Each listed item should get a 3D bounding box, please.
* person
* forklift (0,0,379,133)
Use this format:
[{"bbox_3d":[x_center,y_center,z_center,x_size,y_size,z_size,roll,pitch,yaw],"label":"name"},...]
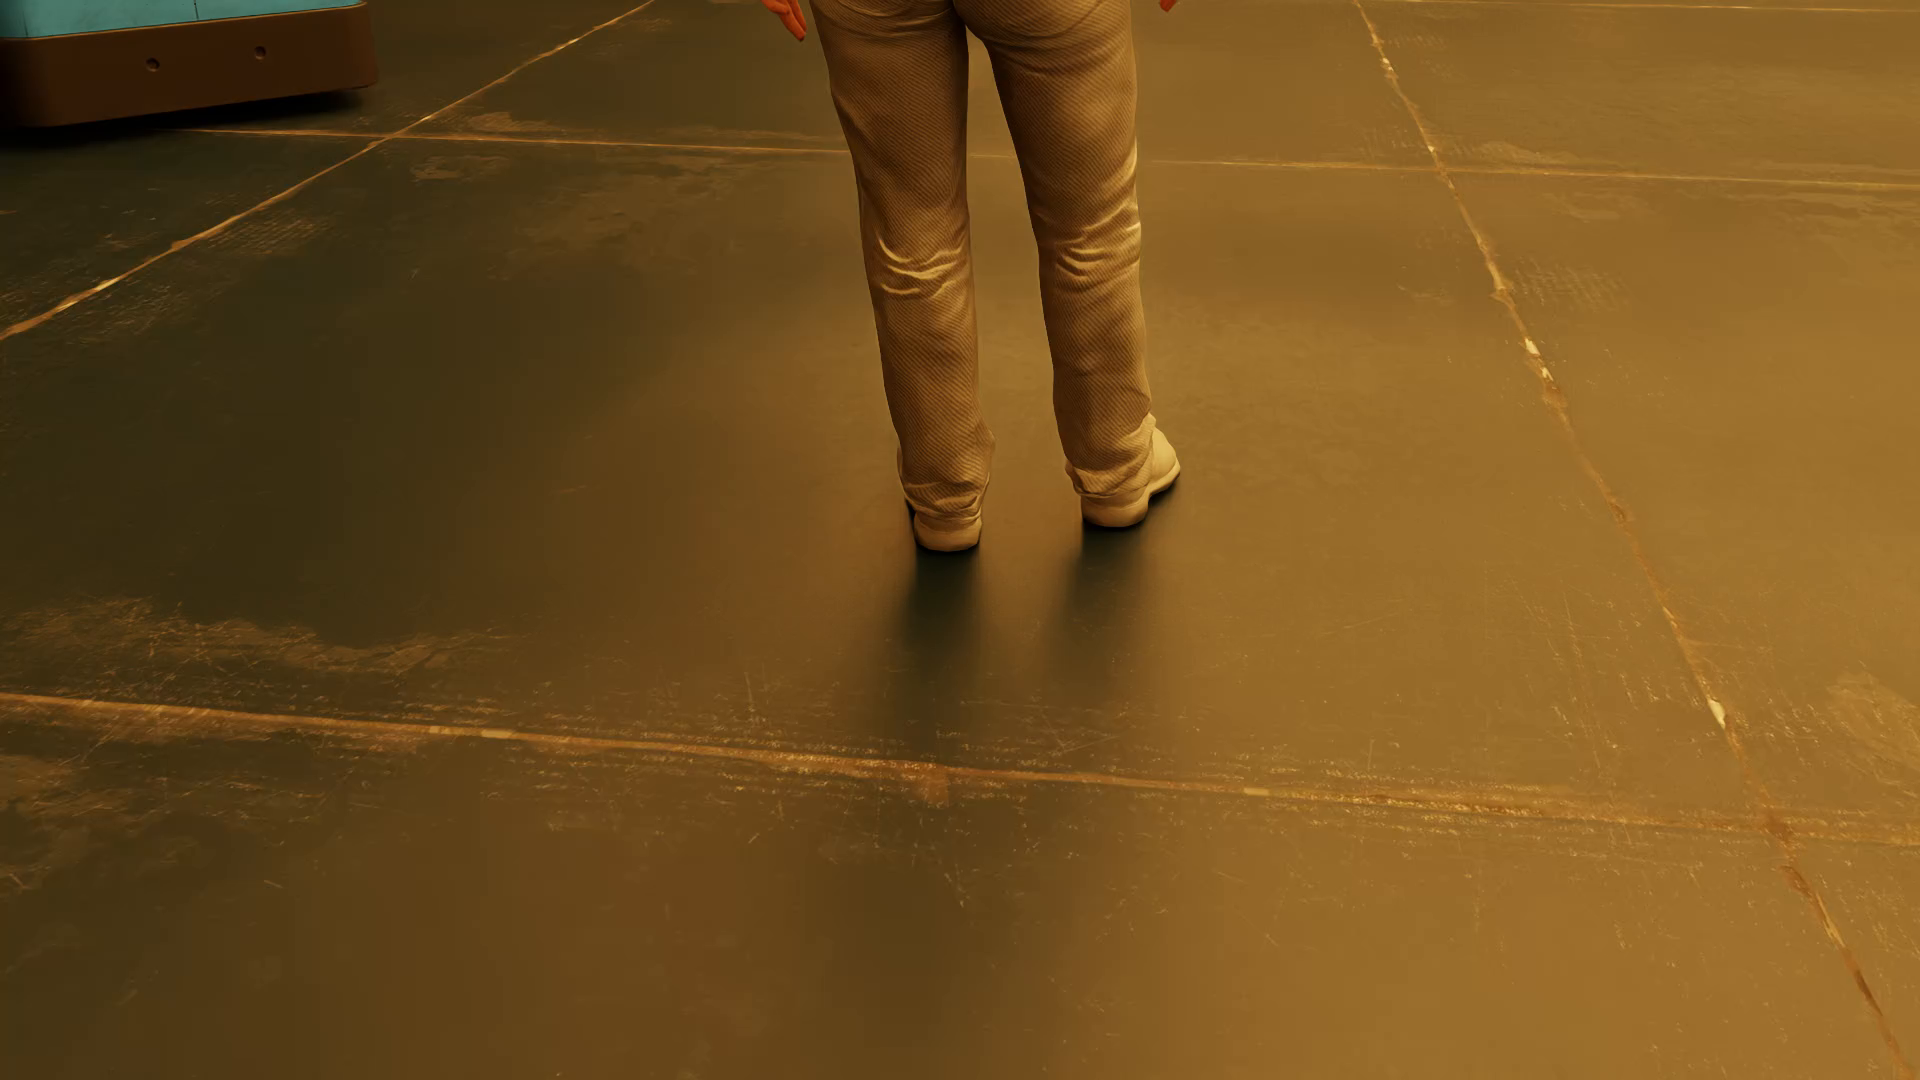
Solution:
[{"bbox_3d":[0.017,-0.827,2.154,0.632,1.773,0.568,3,27,7],"label":"person"},{"bbox_3d":[-3.135,-3.055,5.341,1.130,2.935,3.031,-20,33,-34],"label":"forklift"}]
